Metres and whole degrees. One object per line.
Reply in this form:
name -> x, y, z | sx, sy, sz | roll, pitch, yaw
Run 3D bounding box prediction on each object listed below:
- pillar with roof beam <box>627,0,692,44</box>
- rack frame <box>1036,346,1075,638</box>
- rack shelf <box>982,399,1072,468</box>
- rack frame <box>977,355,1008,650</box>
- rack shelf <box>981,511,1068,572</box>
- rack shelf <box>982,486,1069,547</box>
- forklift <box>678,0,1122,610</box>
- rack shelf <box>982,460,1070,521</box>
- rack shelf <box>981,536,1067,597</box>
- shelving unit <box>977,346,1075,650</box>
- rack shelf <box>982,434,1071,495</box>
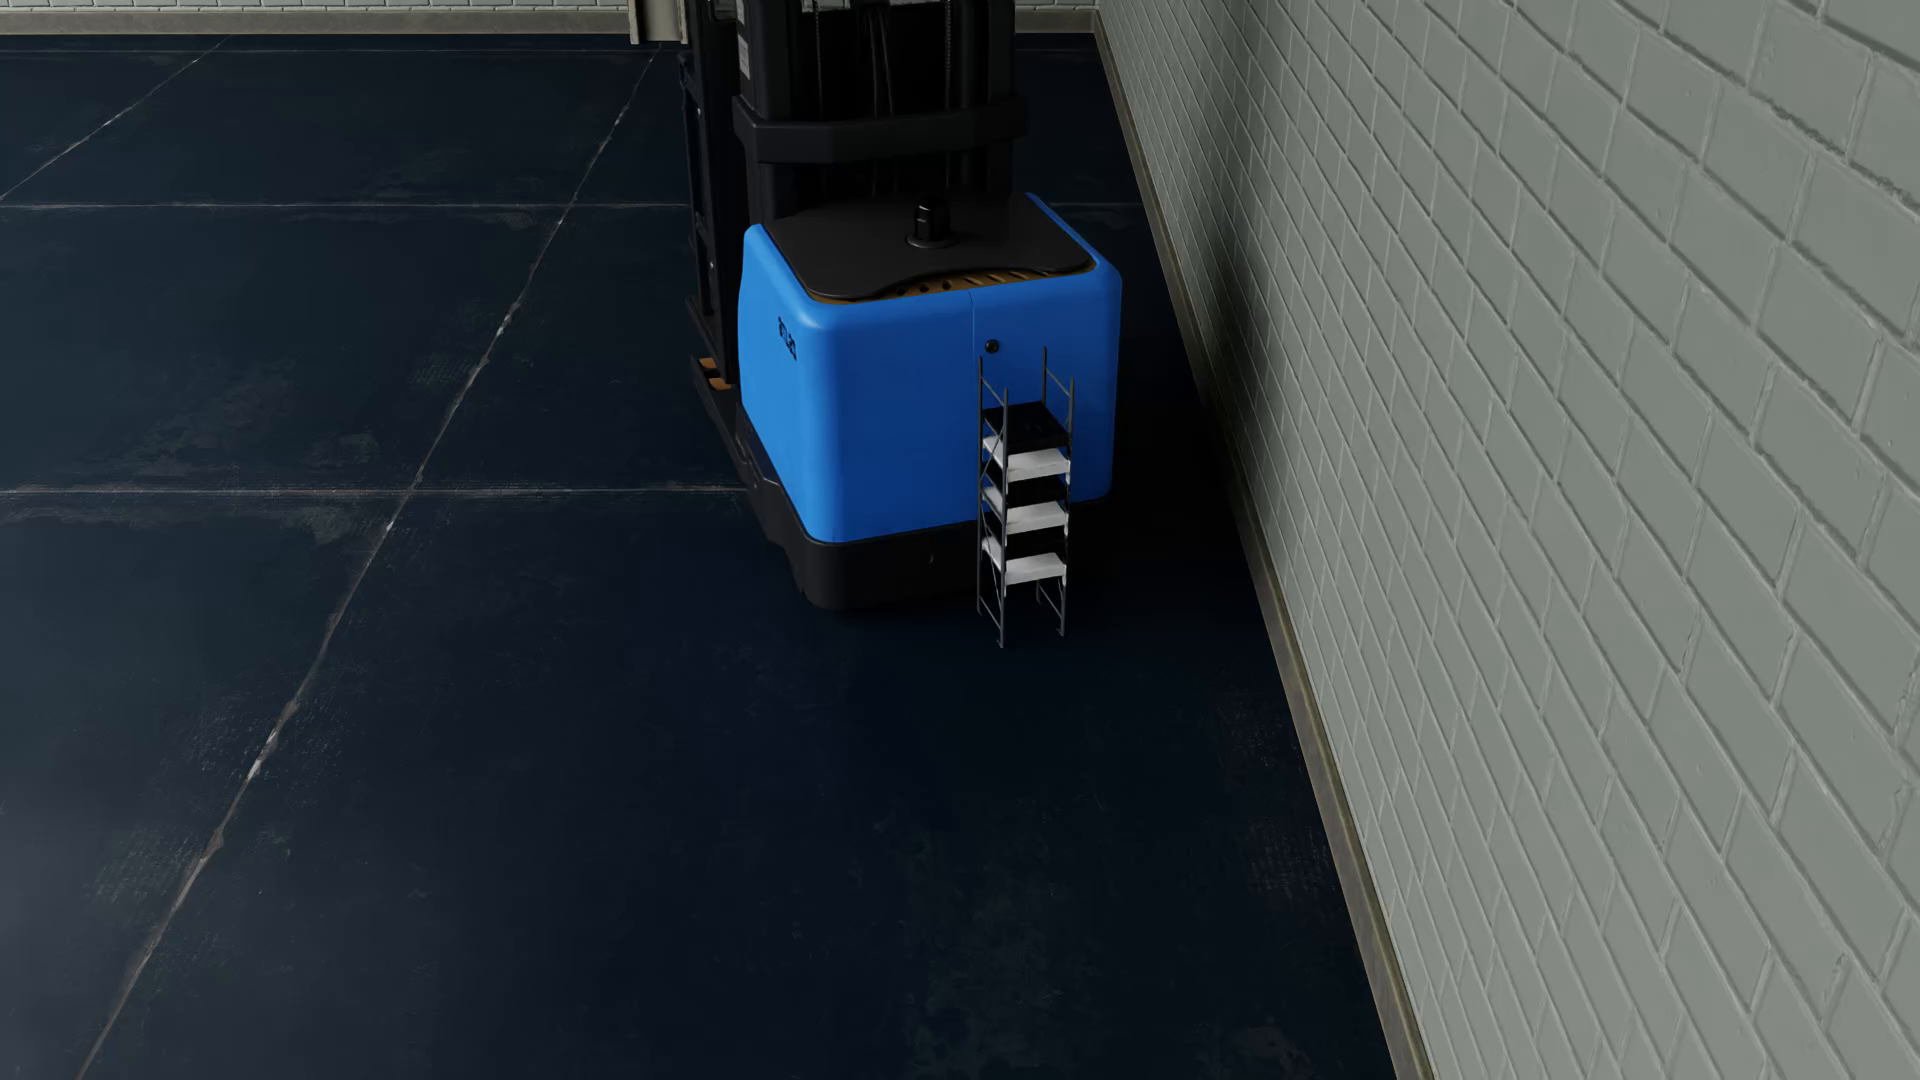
pillar with roof beam -> -2.014, -5.069, 5.429 | 0.400, 9.000, 9.100 | 0, 31, 0
rack frame -> 0.289, -0.135, 5.105 | 0.006, 0.900, 0.240 | -10, 33, -16
rack shelf -> 0.192, -0.320, 4.954 | 0.200, 0.077, 0.258 | -10, 33, -16
rack frame -> 0.096, -0.101, 5.049 | 0.006, 0.900, 0.240 | -10, 33, -16
rack shelf -> 0.192, -0.013, 5.141 | 0.200, 0.077, 0.258 | -10, 33, -16
rack shelf -> 0.192, -0.090, 5.094 | 0.200, 0.077, 0.258 | -10, 33, -16
forklift -> -0.442, -1.786, 5.868 | 1.130, 2.935, 3.031 | -10, 33, -16
rack shelf -> 0.192, -0.167, 5.048 | 0.200, 0.077, 0.258 | -10, 33, -16
rack shelf -> 0.192, 0.064, 5.188 | 0.200, 0.077, 0.258 | -10, 33, -16
shelving unit -> 0.192, -0.118, 5.077 | 0.210, 0.900, 0.258 | -10, 33, -16
rack shelf -> 0.192, -0.244, 5.001 | 0.200, 0.077, 0.258 | -10, 33, -16
